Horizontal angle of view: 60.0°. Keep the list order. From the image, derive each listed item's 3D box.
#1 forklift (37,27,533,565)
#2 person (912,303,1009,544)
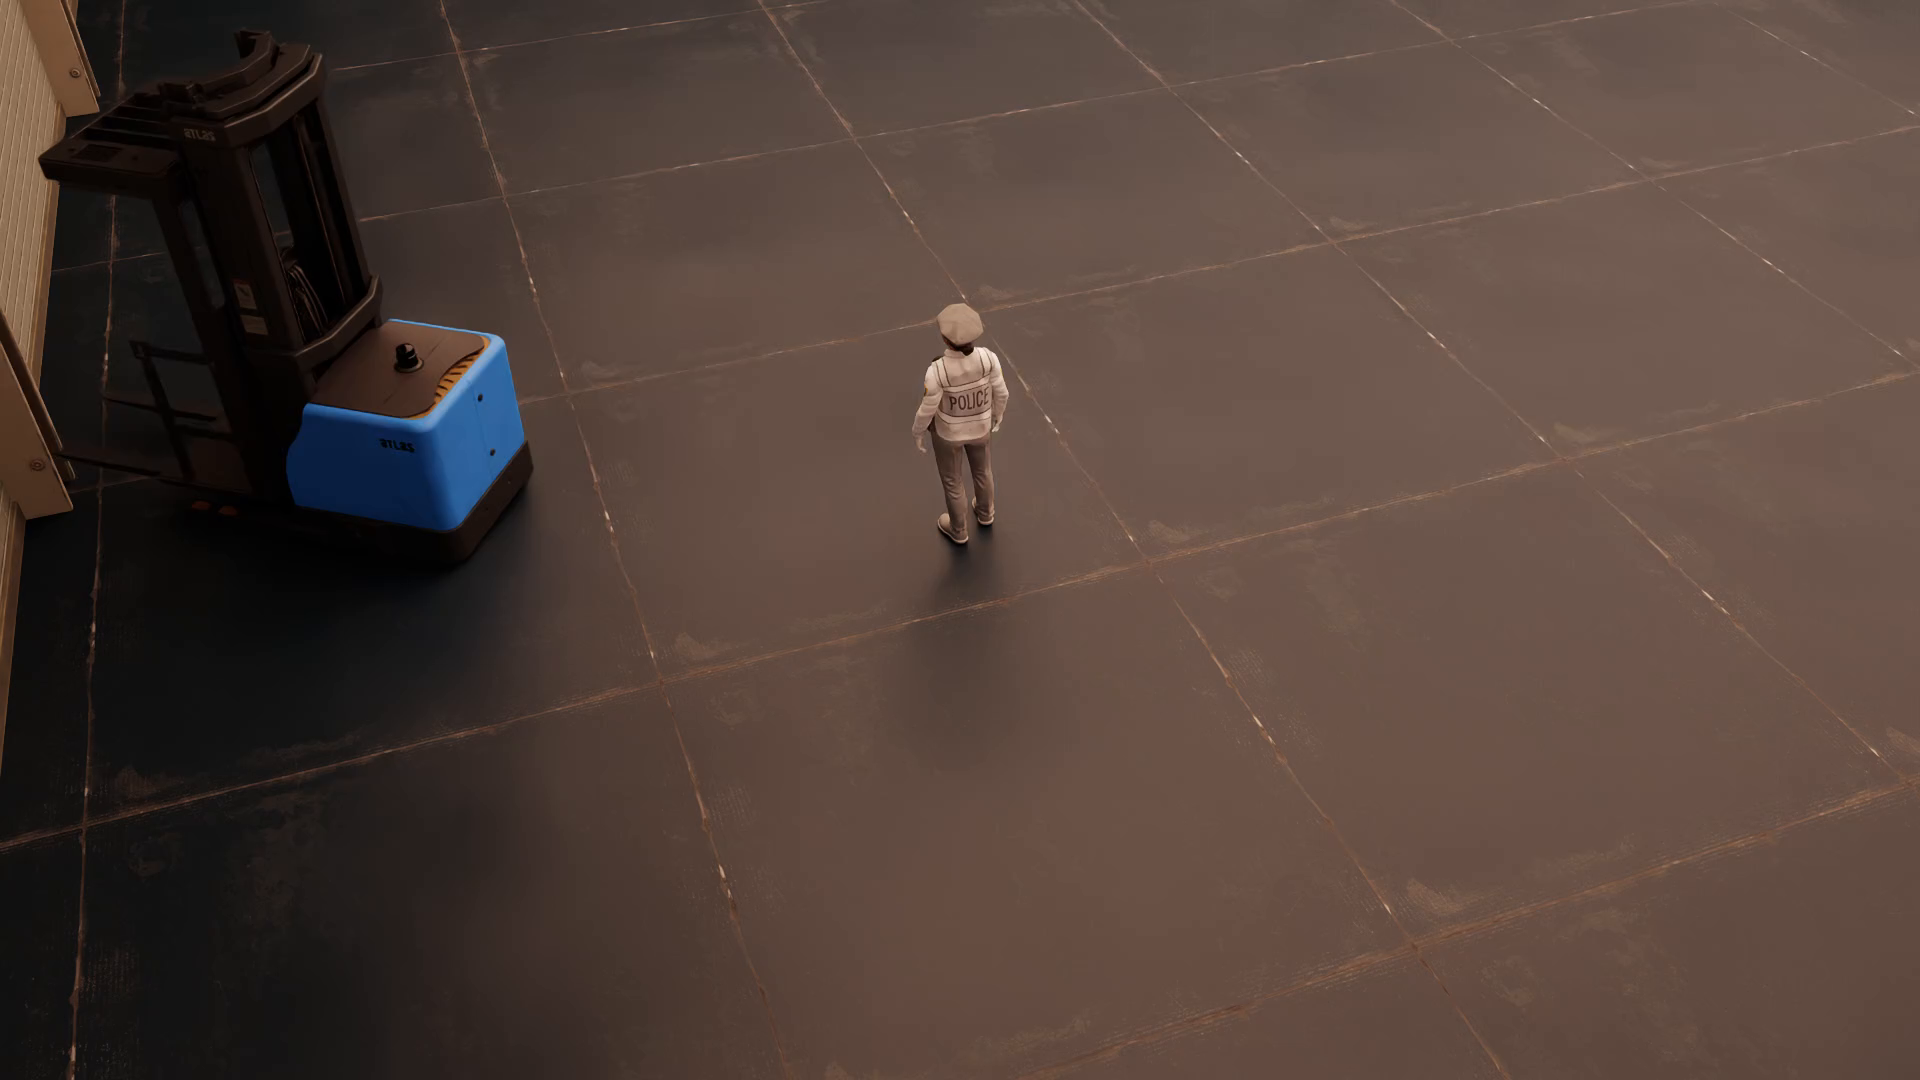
[{"bbox_3d":[-4.321,-1.487,9.768,3.031,2.935,1.130,10,41,11],"label":"forklift"},{"bbox_3d":[-0.017,-0.698,9.778,0.586,1.694,0.530,-13,42,-15],"label":"person"}]
